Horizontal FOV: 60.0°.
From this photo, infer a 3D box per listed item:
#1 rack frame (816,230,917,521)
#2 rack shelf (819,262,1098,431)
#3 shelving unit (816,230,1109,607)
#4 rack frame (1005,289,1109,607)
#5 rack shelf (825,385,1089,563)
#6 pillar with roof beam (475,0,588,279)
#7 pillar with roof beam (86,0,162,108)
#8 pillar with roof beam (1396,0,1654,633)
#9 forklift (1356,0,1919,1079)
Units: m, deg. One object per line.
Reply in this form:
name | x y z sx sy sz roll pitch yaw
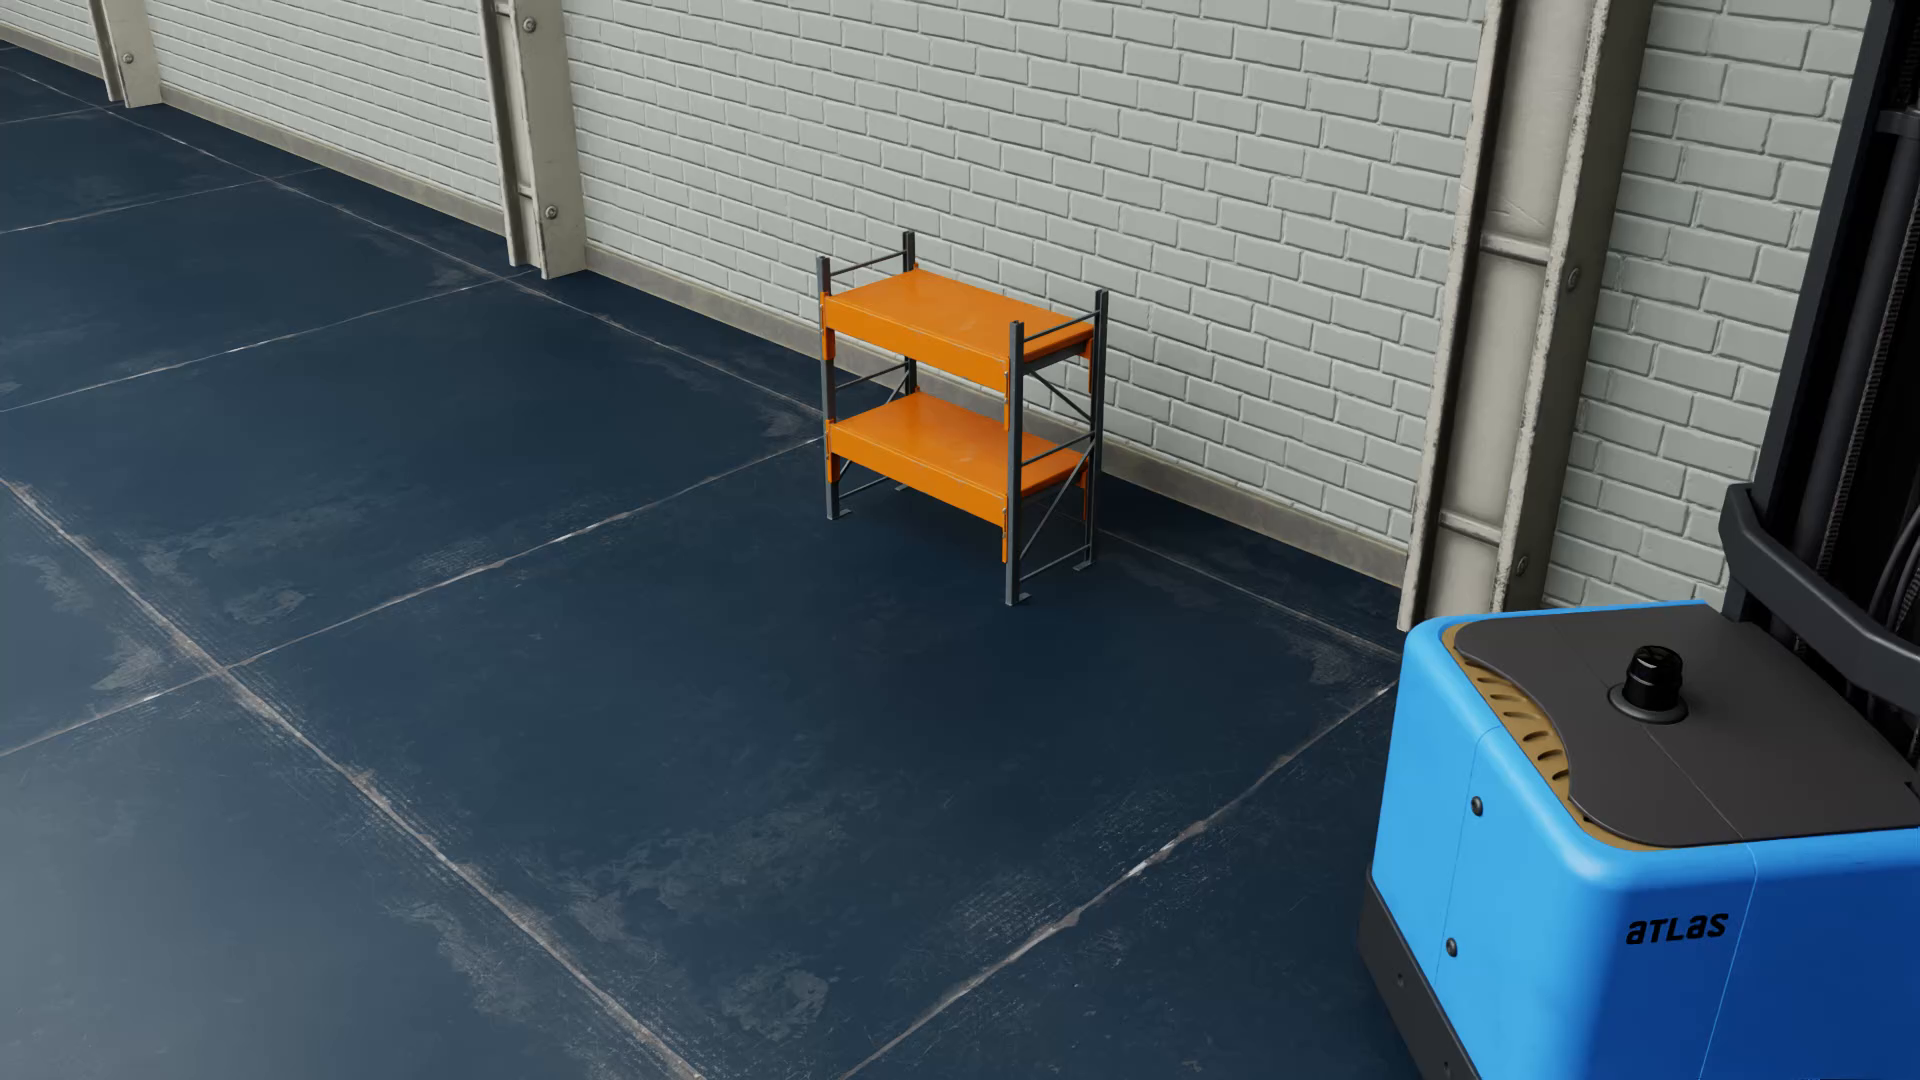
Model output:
rack frame | -0.367 -0.666 6.808 0.032 1.125 0.500 25 36 38
rack shelf | -0.005 -0.759 6.356 1.000 0.278 0.538 25 36 38
shelving unit | -0.005 -0.500 6.492 1.048 1.125 0.538 25 36 38
rack frame | 0.358 -0.334 6.177 0.032 1.125 0.500 25 36 38
rack shelf | -0.005 -0.284 6.606 1.000 0.278 0.538 25 36 38
pillar with roof beam | -5.440 -4.175 5.021 0.400 9.000 9.100 25 36 38
pillar with roof beam | -9.719 -6.133 8.744 0.400 9.000 9.100 25 36 38
pillar with roof beam | -1.162 -2.217 1.297 0.400 9.000 9.100 25 36 38
forklift | 2.632 -0.025 3.649 3.031 2.935 1.130 -4 28 -7
